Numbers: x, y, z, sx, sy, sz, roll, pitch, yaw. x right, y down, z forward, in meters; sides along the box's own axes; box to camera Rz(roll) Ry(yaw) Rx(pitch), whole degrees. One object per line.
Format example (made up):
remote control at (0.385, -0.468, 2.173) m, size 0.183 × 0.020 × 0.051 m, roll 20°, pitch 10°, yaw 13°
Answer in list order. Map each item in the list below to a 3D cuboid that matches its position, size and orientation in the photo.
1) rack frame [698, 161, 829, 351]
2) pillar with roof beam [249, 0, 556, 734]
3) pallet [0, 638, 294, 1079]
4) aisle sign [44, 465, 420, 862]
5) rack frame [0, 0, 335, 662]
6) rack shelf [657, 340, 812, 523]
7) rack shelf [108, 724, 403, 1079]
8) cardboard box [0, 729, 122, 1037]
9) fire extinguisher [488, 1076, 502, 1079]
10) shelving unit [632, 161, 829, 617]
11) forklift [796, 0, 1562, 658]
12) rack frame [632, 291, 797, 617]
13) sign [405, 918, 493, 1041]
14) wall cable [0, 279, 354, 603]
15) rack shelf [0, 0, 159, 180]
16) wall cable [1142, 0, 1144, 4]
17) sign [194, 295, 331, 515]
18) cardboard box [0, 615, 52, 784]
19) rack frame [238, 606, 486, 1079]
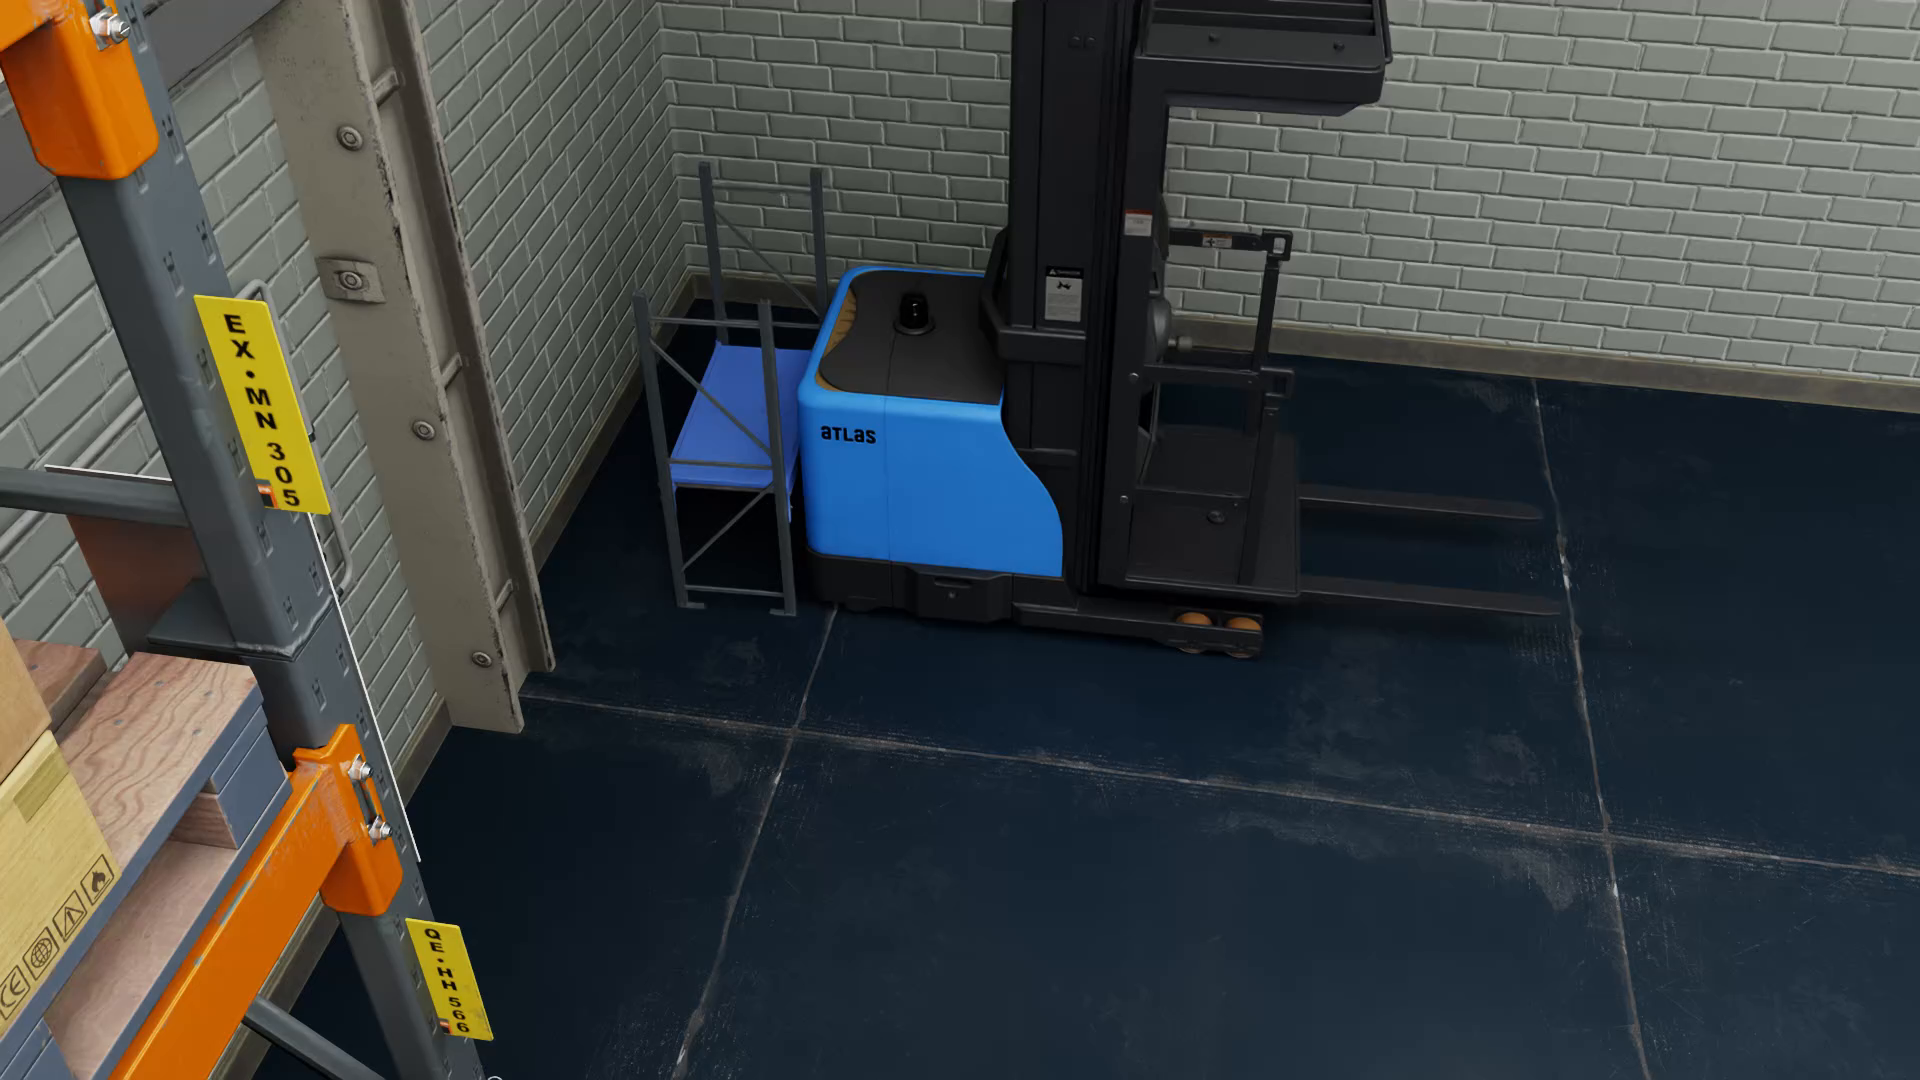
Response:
rack frame at (-0.811, -0.933, 7.201) m, size 0.500 × 1.500 × 0.032 m, roll 4°, pitch 40°, yaw 5°
pillar with roof beam at (2.439, -2.394, 3.084) m, size 9.100 × 9.000 × 0.400 m, roll 6°, pitch 40°, yaw 8°
pallet at (-1.534, 0.578, 1.913) m, size 1.003 × 0.211 × 1.213 m, roll 6°, pitch 40°, yaw 8°
aisle sign at (-1.108, 0.219, 2.591) m, size 0.394 × 0.787 × 0.004 m, roll 6°, pitch 40°, yaw 8°
rack frame at (-1.416, -1.079, 1.493) m, size 1.000 × 3.000 × 0.127 m, roll 6°, pitch 40°, yaw 8°
rack shelf at (-0.868, -0.472, 6.926) m, size 0.538 × 0.185 × 1.000 m, roll 4°, pitch 40°, yaw 5°
rack shelf at (-1.762, 1.609, 1.160) m, size 1.077 × 0.370 × 4.000 m, roll 6°, pitch 40°, yaw 8°
cardboard box at (-1.281, 0.423, 1.740) m, size 0.500 × 0.250 × 0.500 m, roll 8°, pitch 40°, yaw 9°
fire extinguisher at (-0.936, 1.363, 3.601) m, size 0.296 × 0.674 × 0.183 m, roll 6°, pitch 40°, yaw 8°
shelving unit at (-0.868, -0.611, 6.812) m, size 0.538 × 1.500 × 1.048 m, roll 4°, pitch 40°, yaw 5°
forklift at (0.924, -1.021, 6.184) m, size 3.031 × 2.935 × 1.130 m, roll 5°, pitch 40°, yaw 7°
rack frame at (-0.926, -0.289, 6.423) m, size 0.500 × 1.500 × 0.032 m, roll 4°, pitch 40°, yaw 5°
sign at (-0.884, 0.764, 2.877) m, size 0.100 × 0.325 × 0.005 m, roll 6°, pitch 40°, yaw 8°
wall cable at (-2.126, -0.067, 4.179) m, size 0.084 × 1.984 × 1.851 m, roll 6°, pitch 40°, yaw 8°
rack shelf at (-1.762, 0.607, 0.332) m, size 1.077 × 0.370 × 4.000 m, roll 6°, pitch 40°, yaw 8°
wall cable at (-0.085, -3.393, 6.728) m, size 3.097 × 2.526 × 0.112 m, roll 6°, pitch 40°, yaw 8°
sign at (-0.884, -0.165, 2.109) m, size 0.100 × 0.325 × 0.005 m, roll 6°, pitch 40°, yaw 8°
cardboard box at (-1.274, 0.135, 1.500) m, size 0.500 × 0.500 × 0.500 m, roll 6°, pitch 40°, yaw 8°
rack frame at (-1.416, 1.233, 3.405) m, size 1.000 × 3.000 × 0.127 m, roll 6°, pitch 40°, yaw 8°
